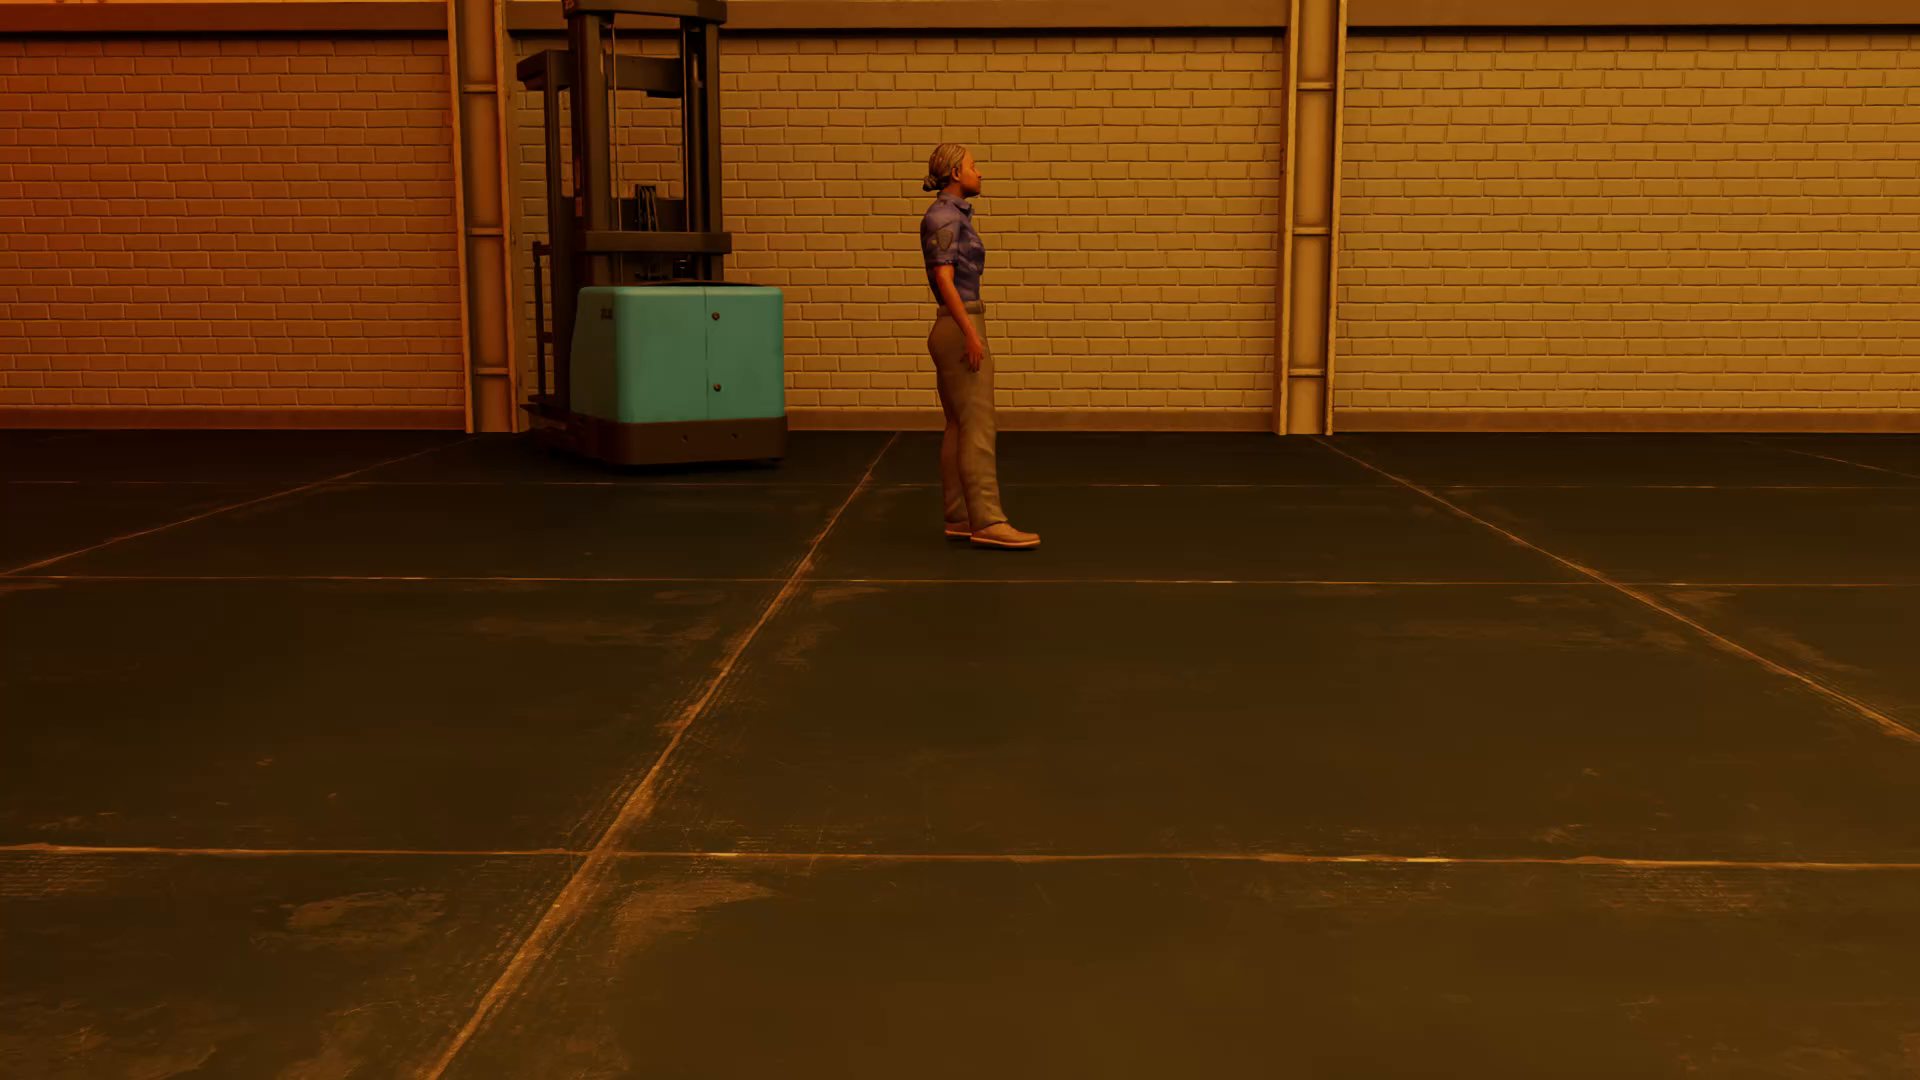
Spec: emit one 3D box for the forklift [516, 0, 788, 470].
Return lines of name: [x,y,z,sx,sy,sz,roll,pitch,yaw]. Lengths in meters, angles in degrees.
forklift: [-2.173,-2.033,10.731,1.130,2.935,3.031,-5,10,-28]

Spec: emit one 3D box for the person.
person: [0.087,-0.822,6.980,0.503,1.656,0.570,0,9,1]
